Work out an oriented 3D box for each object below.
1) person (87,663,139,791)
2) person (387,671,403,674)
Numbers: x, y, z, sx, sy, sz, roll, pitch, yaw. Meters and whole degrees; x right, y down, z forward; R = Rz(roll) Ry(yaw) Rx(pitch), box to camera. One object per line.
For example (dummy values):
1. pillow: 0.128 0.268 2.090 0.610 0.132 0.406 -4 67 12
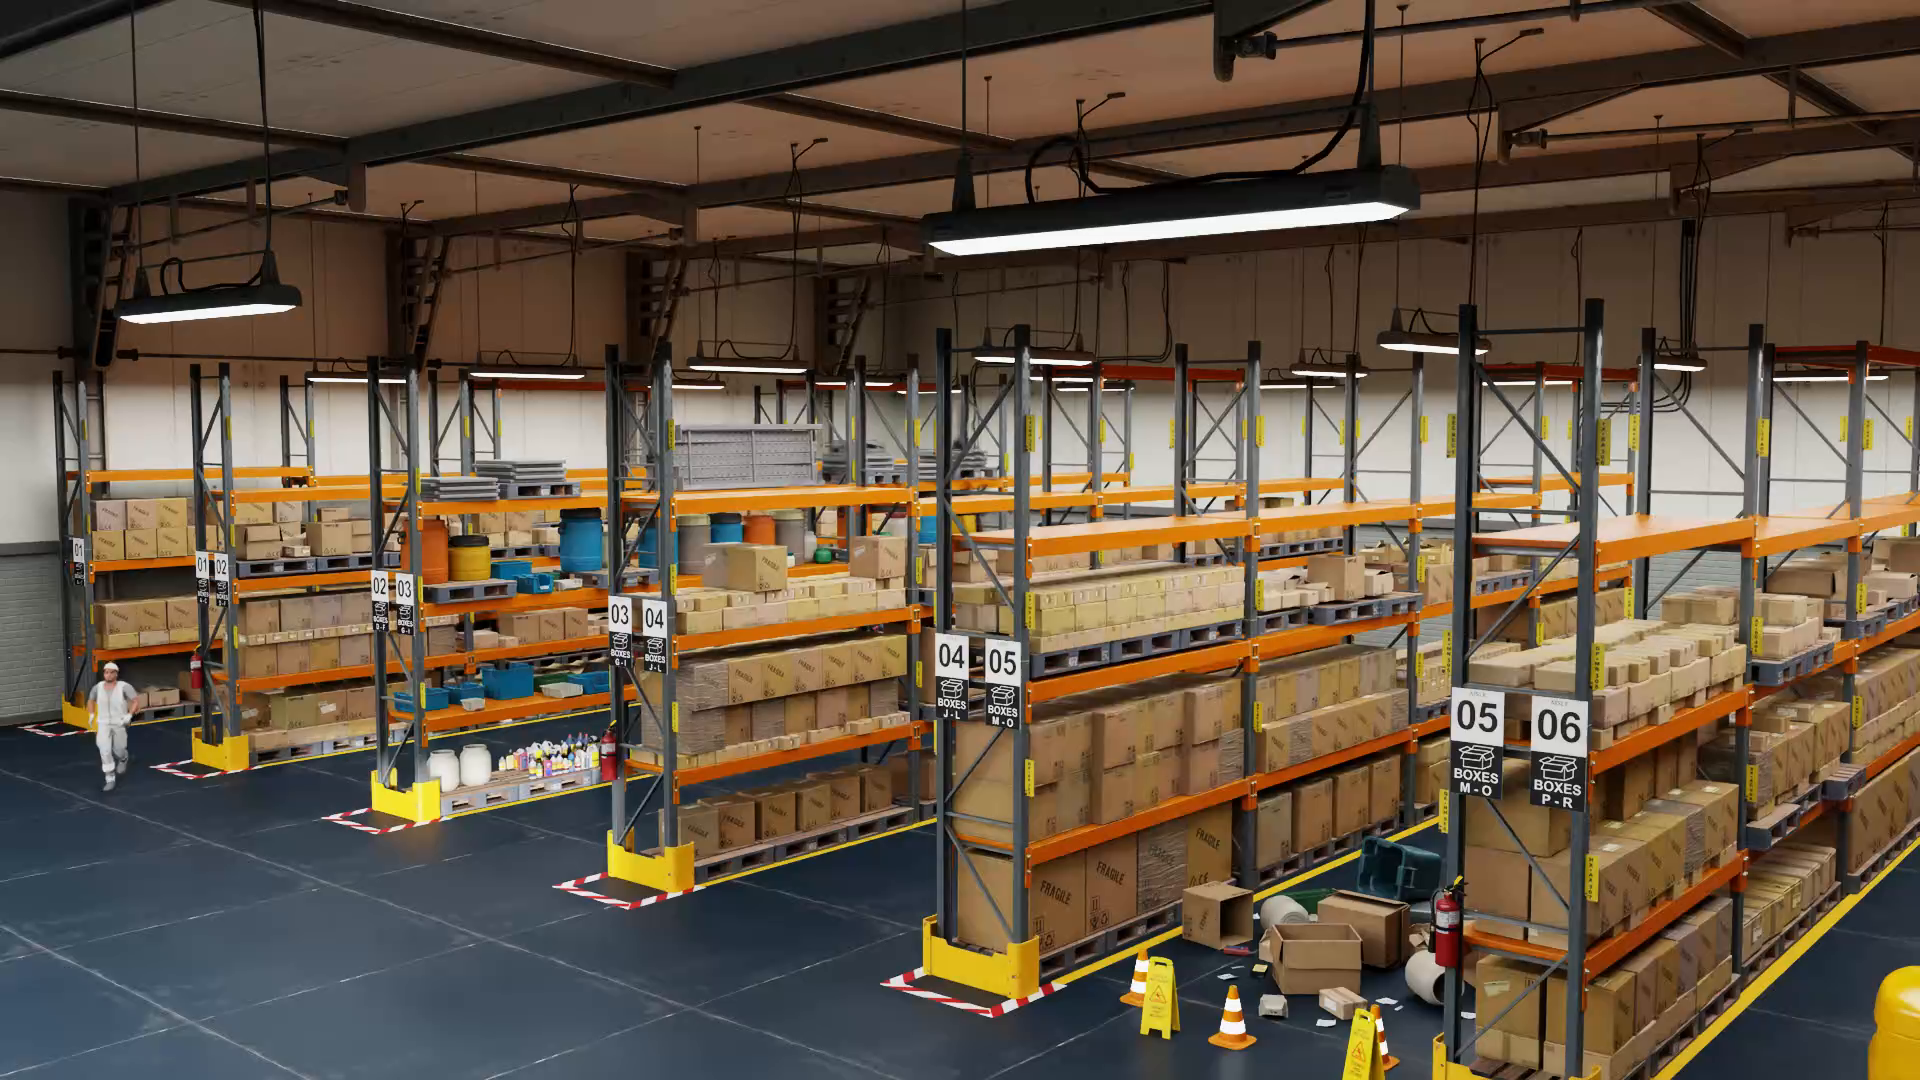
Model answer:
1. person: -11.960 2.598 23.494 0.684 1.760 0.843 -1 4 -16
2. person: -9.721 2.243 28.766 0.535 1.715 0.856 3 5 34
